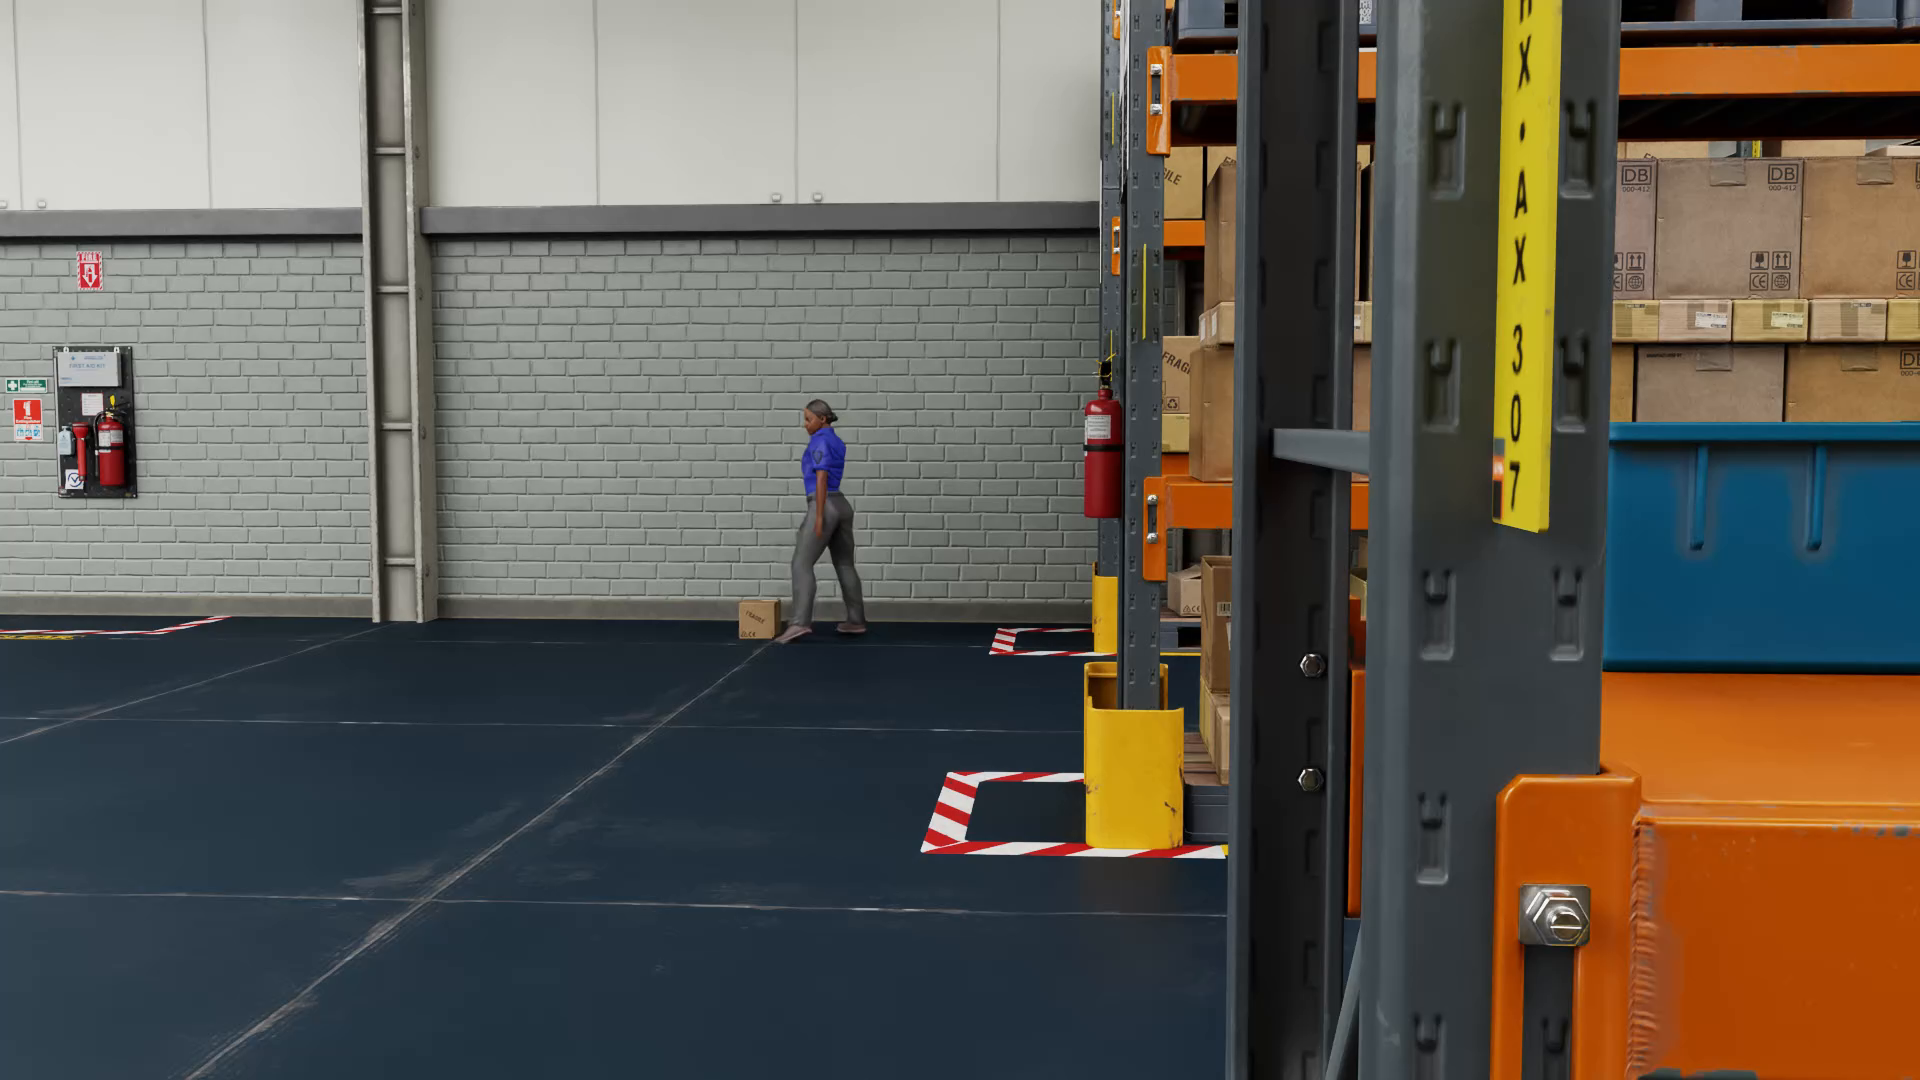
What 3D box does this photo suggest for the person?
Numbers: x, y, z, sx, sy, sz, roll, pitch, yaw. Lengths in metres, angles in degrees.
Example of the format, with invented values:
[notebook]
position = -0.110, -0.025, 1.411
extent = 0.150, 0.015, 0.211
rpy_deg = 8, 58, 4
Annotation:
[person]
position = -0.881, -0.154, 11.635
extent = 0.784, 1.642, 0.597
rpy_deg = 1, 4, 10
